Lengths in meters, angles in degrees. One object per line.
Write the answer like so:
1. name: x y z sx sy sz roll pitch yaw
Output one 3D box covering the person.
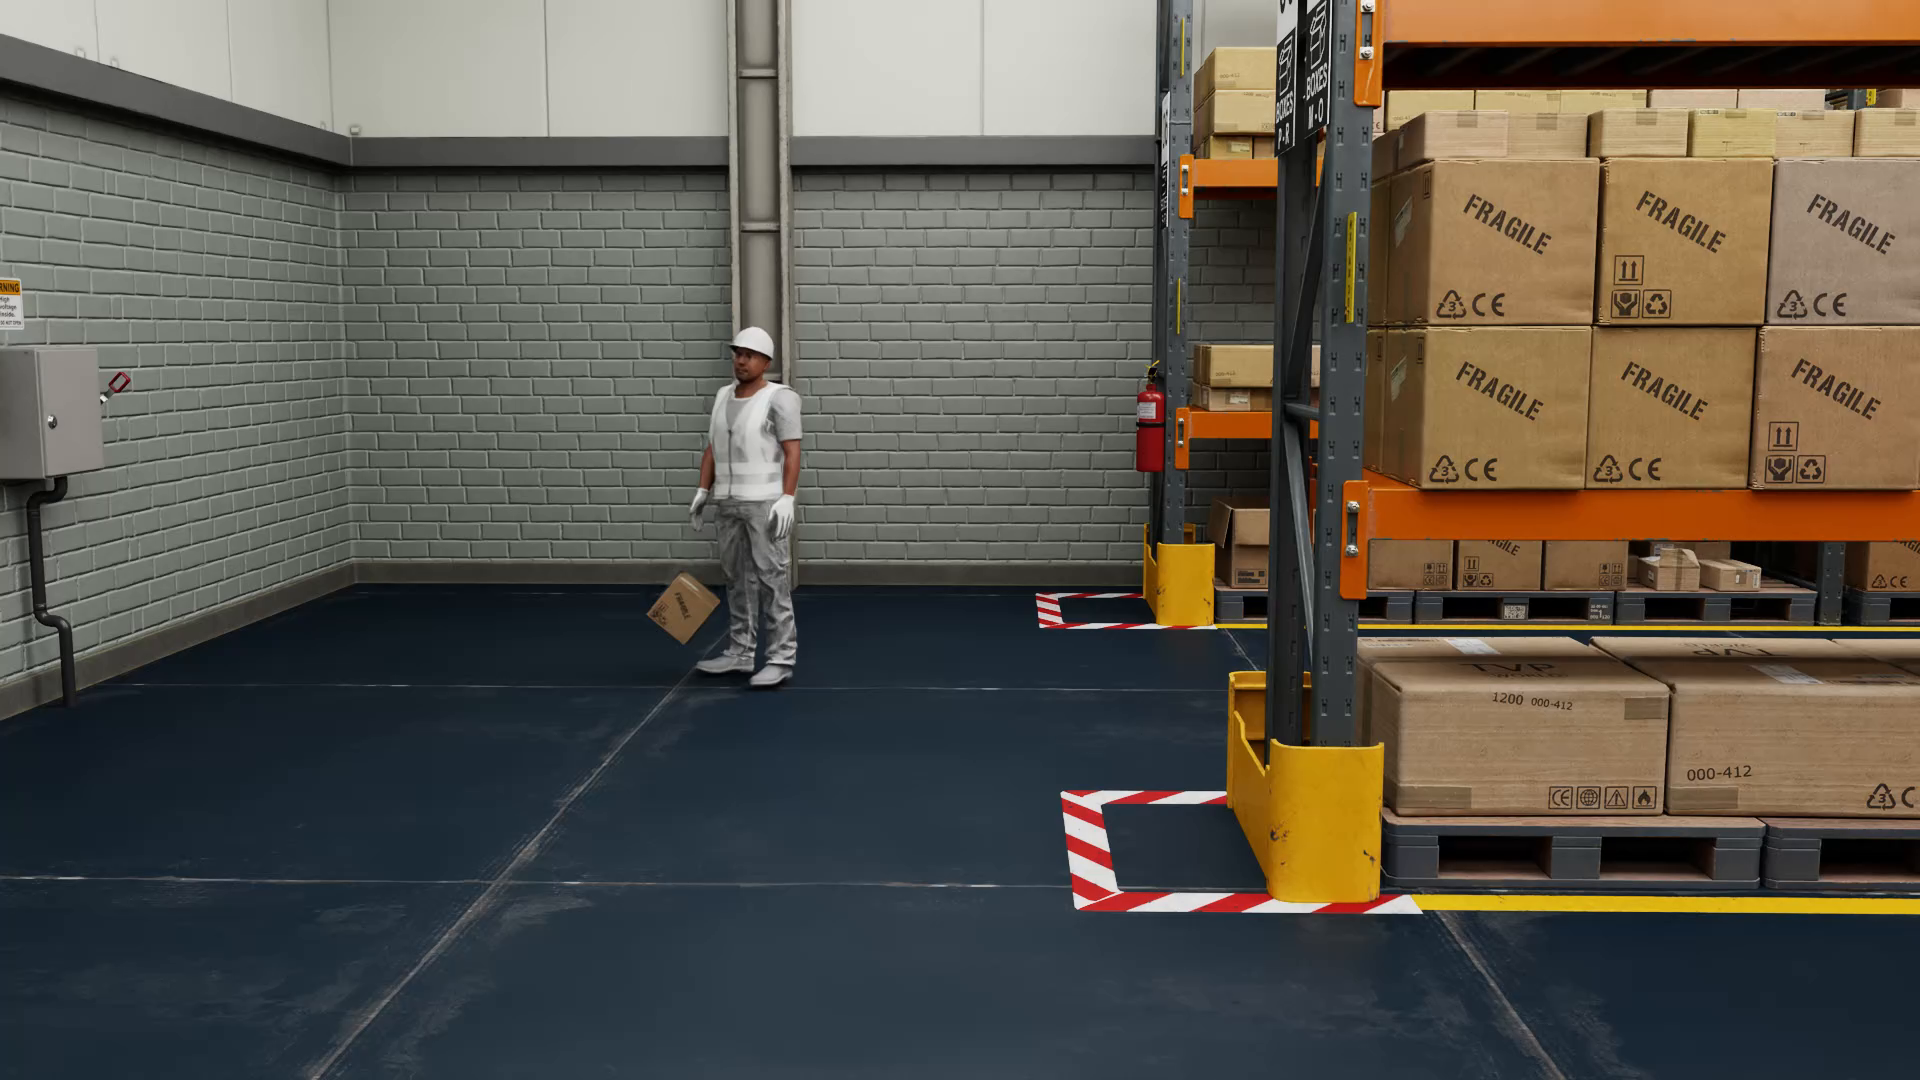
1. person: -1.081 -0.179 8.431 0.628 1.792 0.405 5 9 36
